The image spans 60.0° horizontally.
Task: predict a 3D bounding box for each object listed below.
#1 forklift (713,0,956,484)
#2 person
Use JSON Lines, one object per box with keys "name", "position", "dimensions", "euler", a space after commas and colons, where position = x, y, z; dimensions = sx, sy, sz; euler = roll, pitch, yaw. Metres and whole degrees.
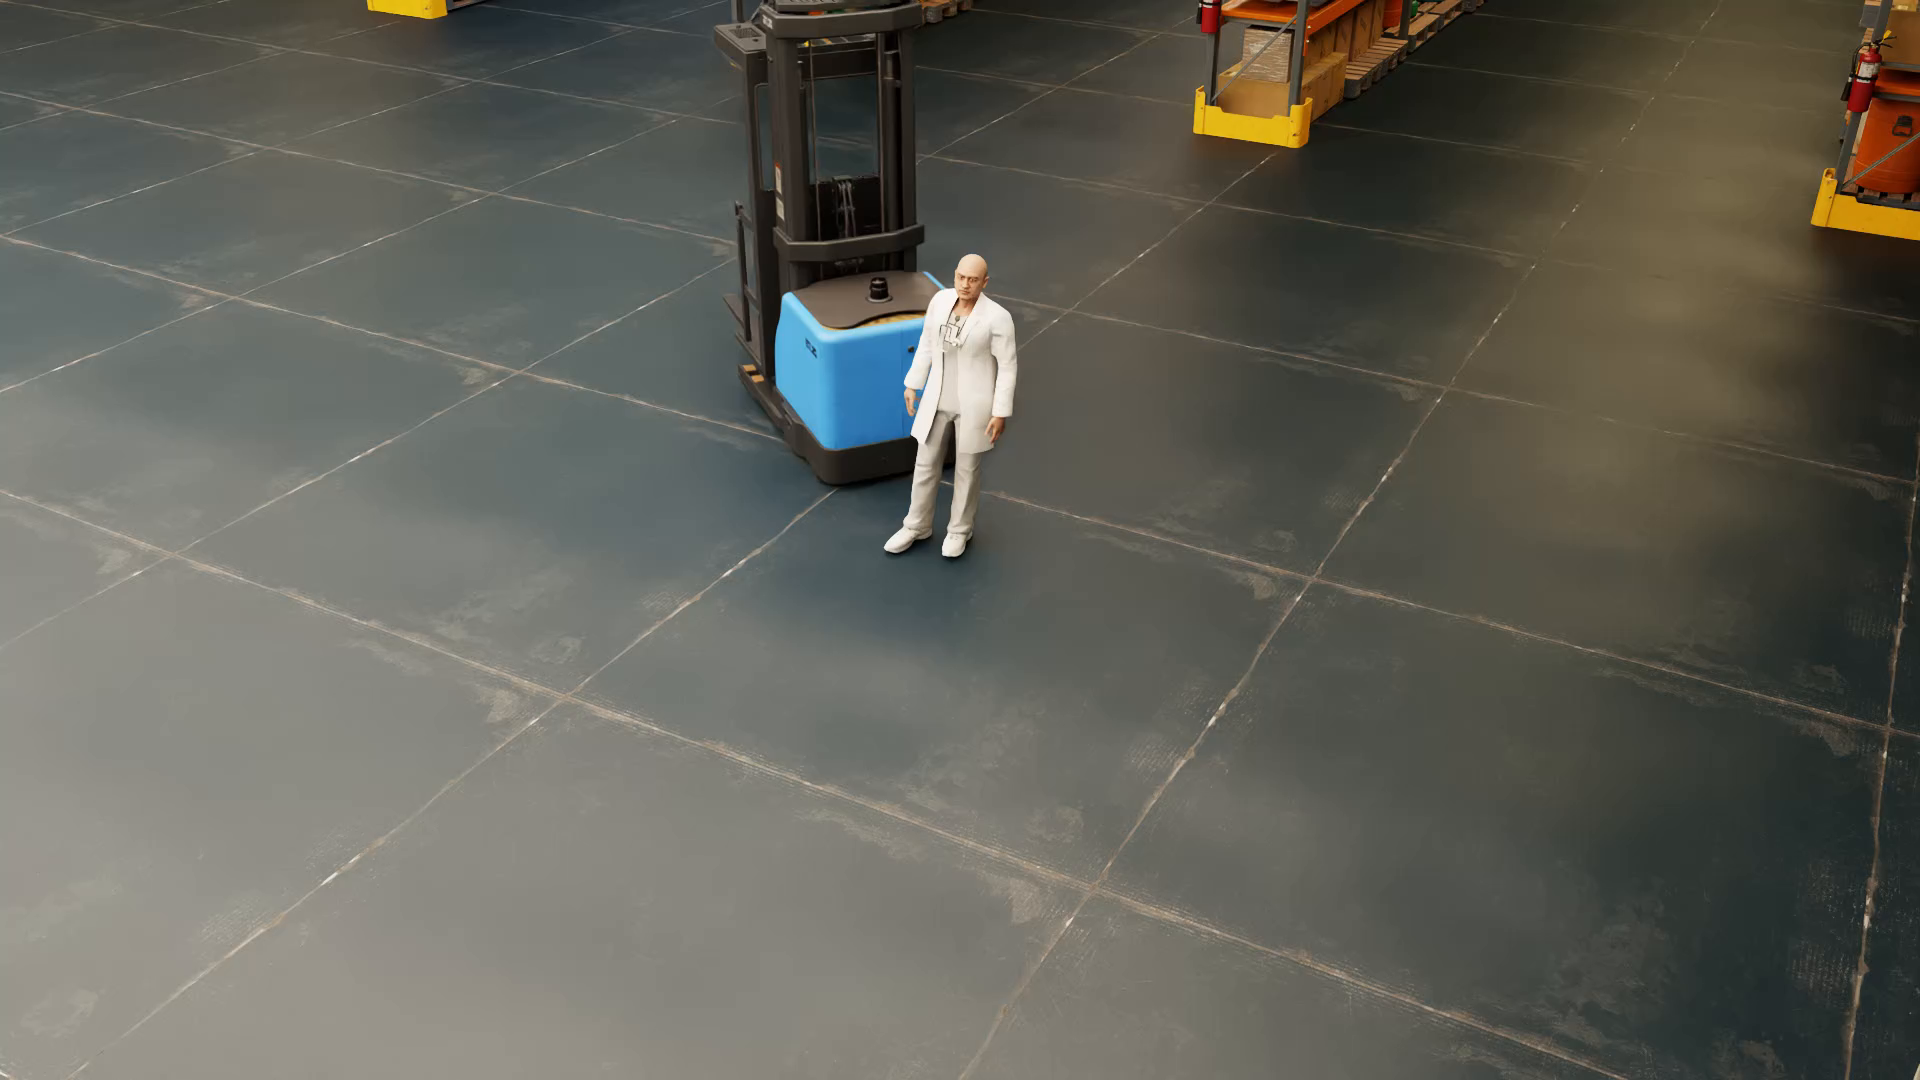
{"name": "forklift", "position": [-0.936, -2.340, 11.125], "dimensions": [1.130, 2.935, 3.031], "euler": [-12, 32, -20]}
{"name": "person", "position": [-0.048, -0.738, 9.488], "dimensions": [0.698, 1.777, 0.580], "euler": [15, 33, 25]}
